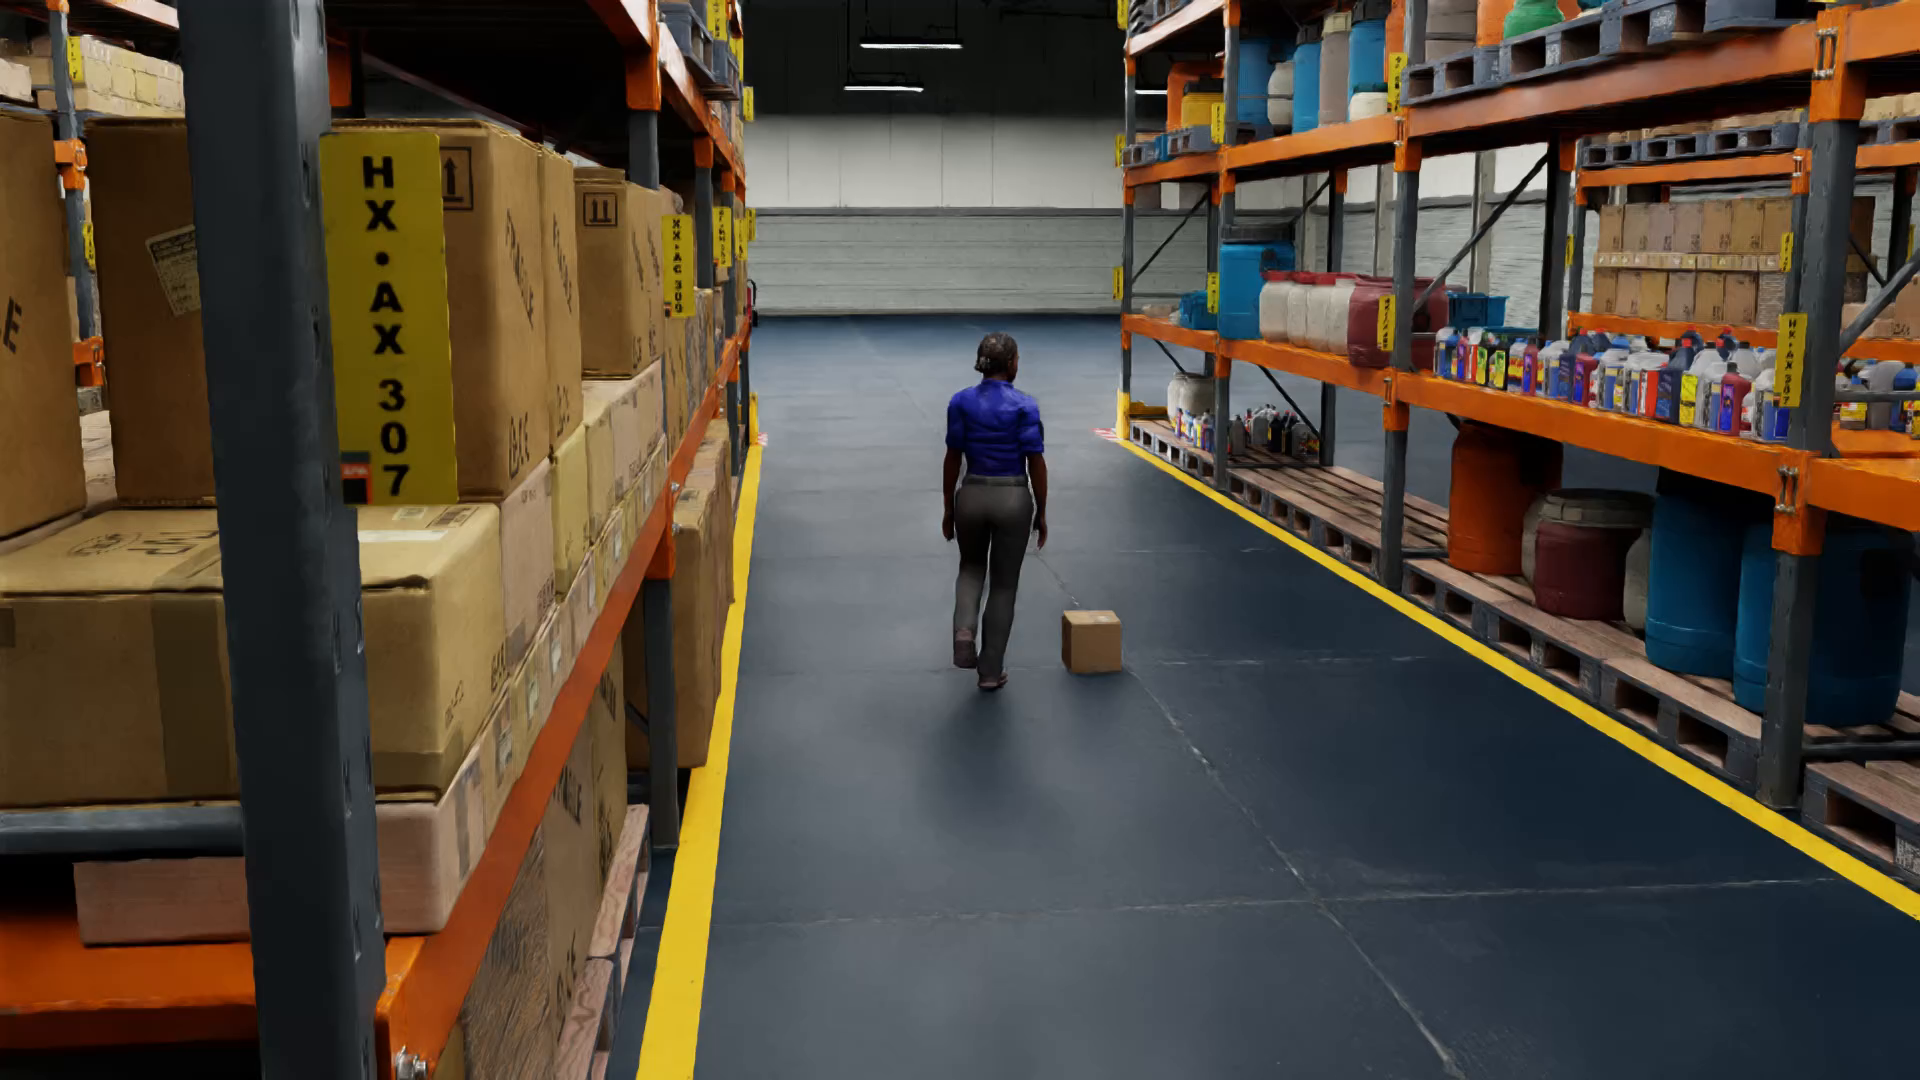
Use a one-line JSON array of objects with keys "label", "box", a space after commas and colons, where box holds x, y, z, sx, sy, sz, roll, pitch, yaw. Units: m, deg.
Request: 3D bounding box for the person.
[{"label": "person", "box": [0.169, -0.136, 7.663, 0.504, 1.657, 0.456, 3, 10, 16]}]
